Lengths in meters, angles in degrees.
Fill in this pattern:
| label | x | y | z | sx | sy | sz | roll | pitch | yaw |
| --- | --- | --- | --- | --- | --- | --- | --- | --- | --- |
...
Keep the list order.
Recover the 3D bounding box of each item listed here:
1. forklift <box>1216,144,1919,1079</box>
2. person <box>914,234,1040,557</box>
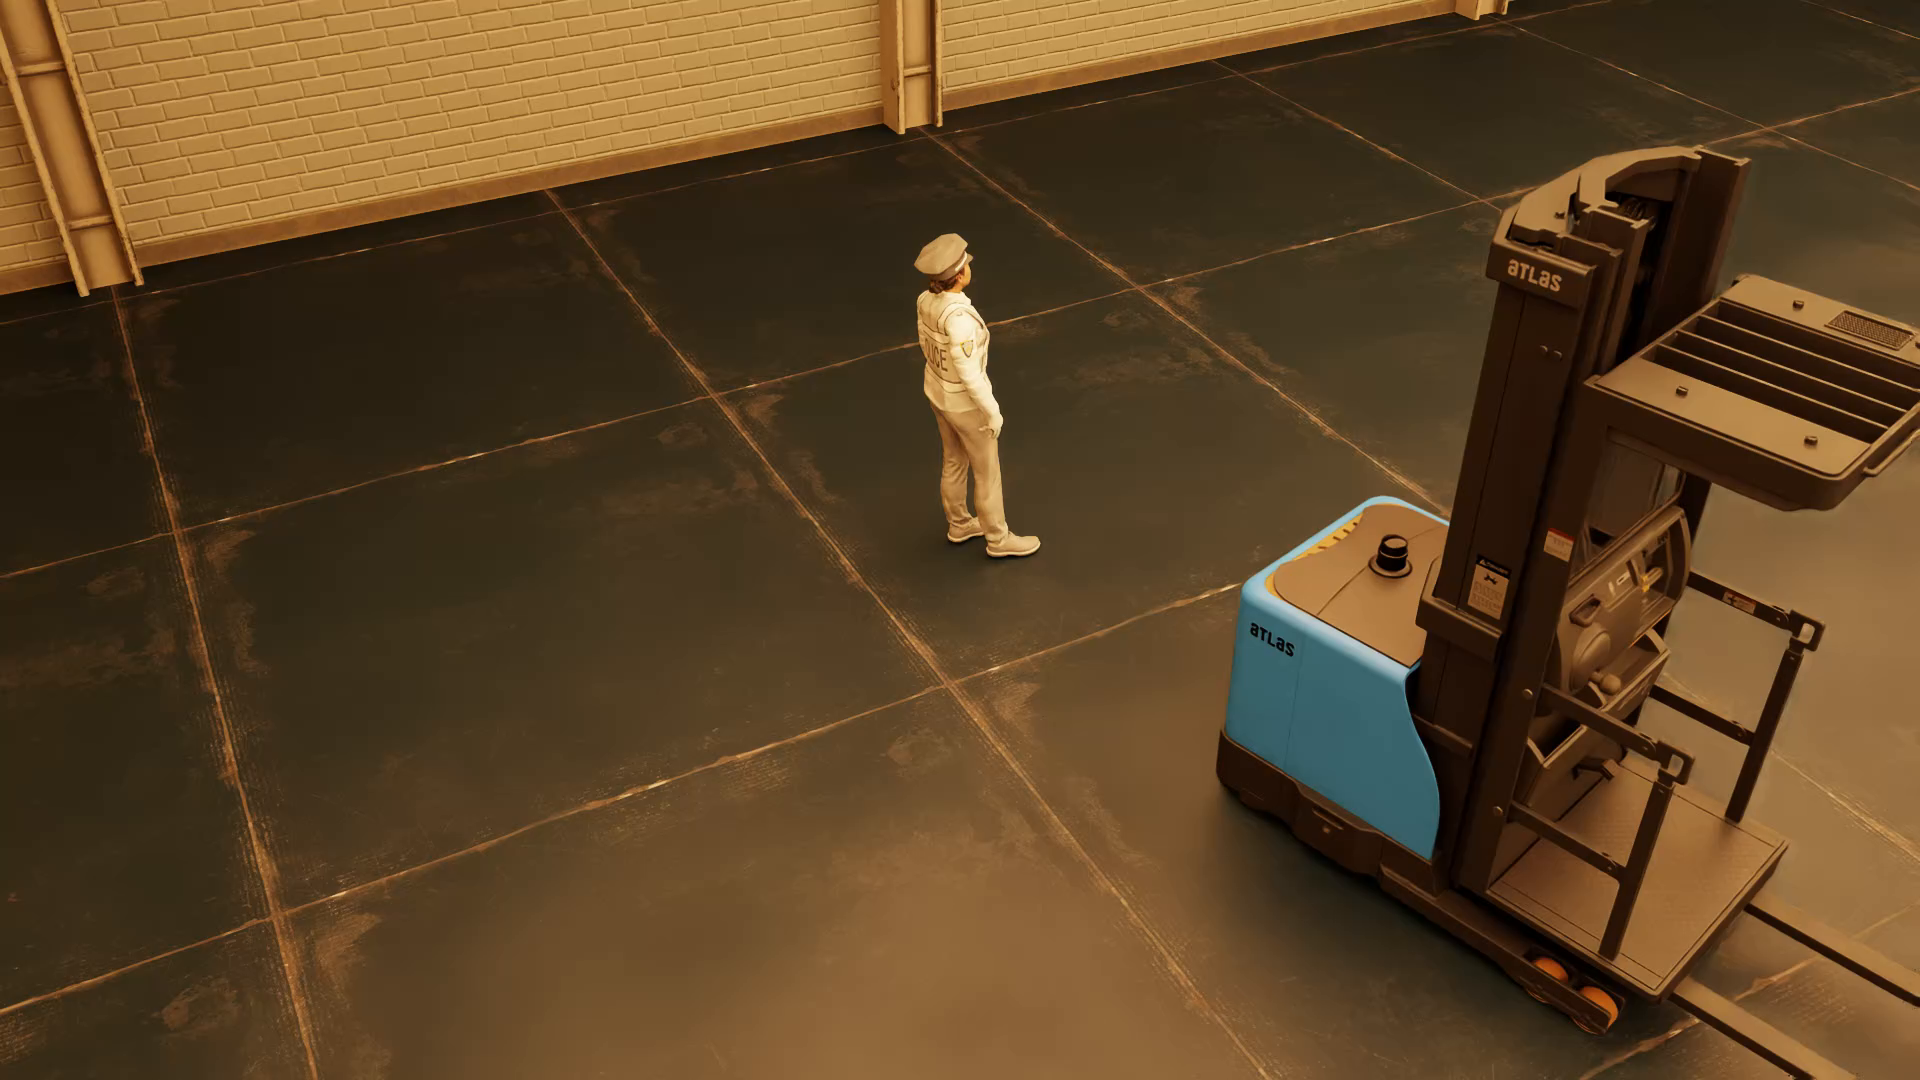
| label | x | y | z | sx | sy | sz | roll | pitch | yaw |
| --- | --- | --- | --- | --- | --- | --- | --- | --- | --- |
| forklift | 2.484 | 0.272 | 5.738 | 1.130 | 2.935 | 3.031 | -29 | 45 | -35 |
| person | 0.063 | -0.713 | 8.191 | 0.531 | 1.695 | 0.587 | -17 | 39 | -23 |
